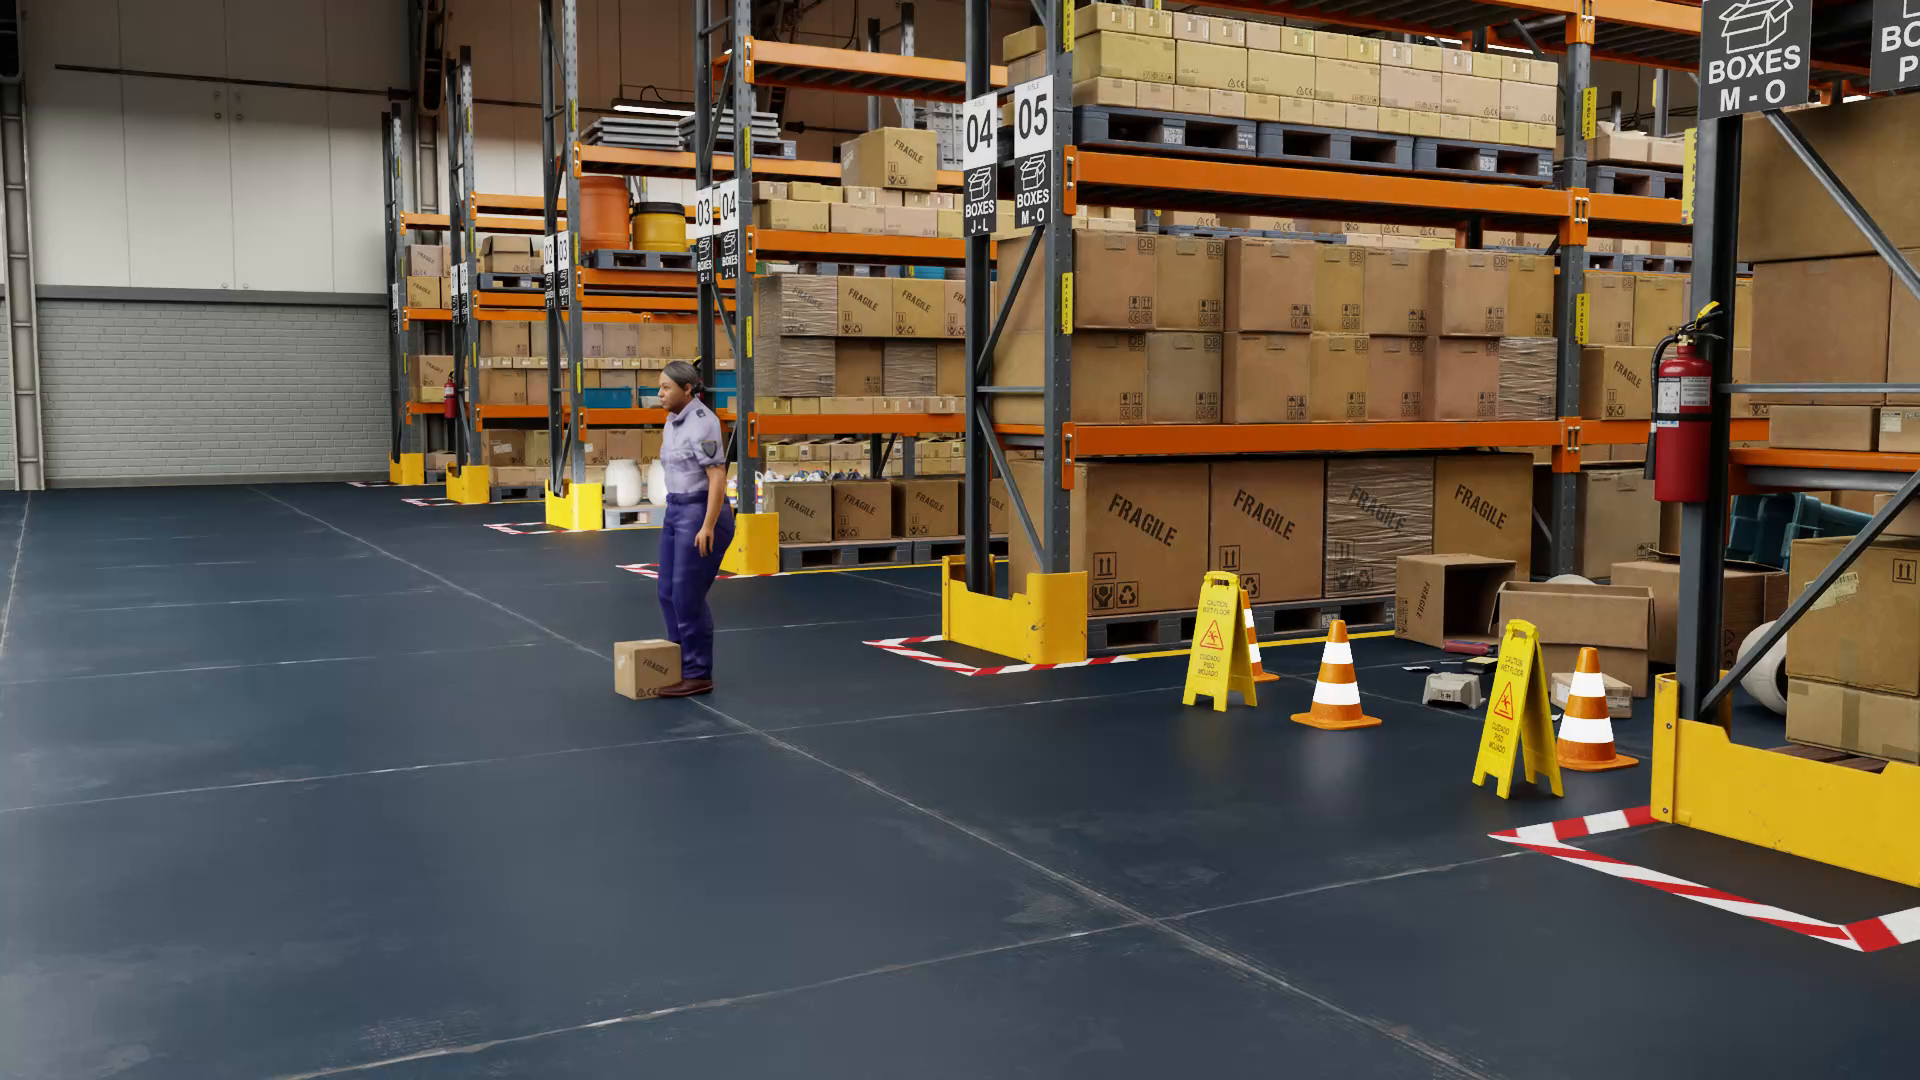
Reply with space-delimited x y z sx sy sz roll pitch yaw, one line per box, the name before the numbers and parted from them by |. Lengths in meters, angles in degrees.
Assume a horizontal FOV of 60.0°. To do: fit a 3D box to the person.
person | -1.367 -0.066 8.295 0.425 1.650 0.551 -3 6 -31
